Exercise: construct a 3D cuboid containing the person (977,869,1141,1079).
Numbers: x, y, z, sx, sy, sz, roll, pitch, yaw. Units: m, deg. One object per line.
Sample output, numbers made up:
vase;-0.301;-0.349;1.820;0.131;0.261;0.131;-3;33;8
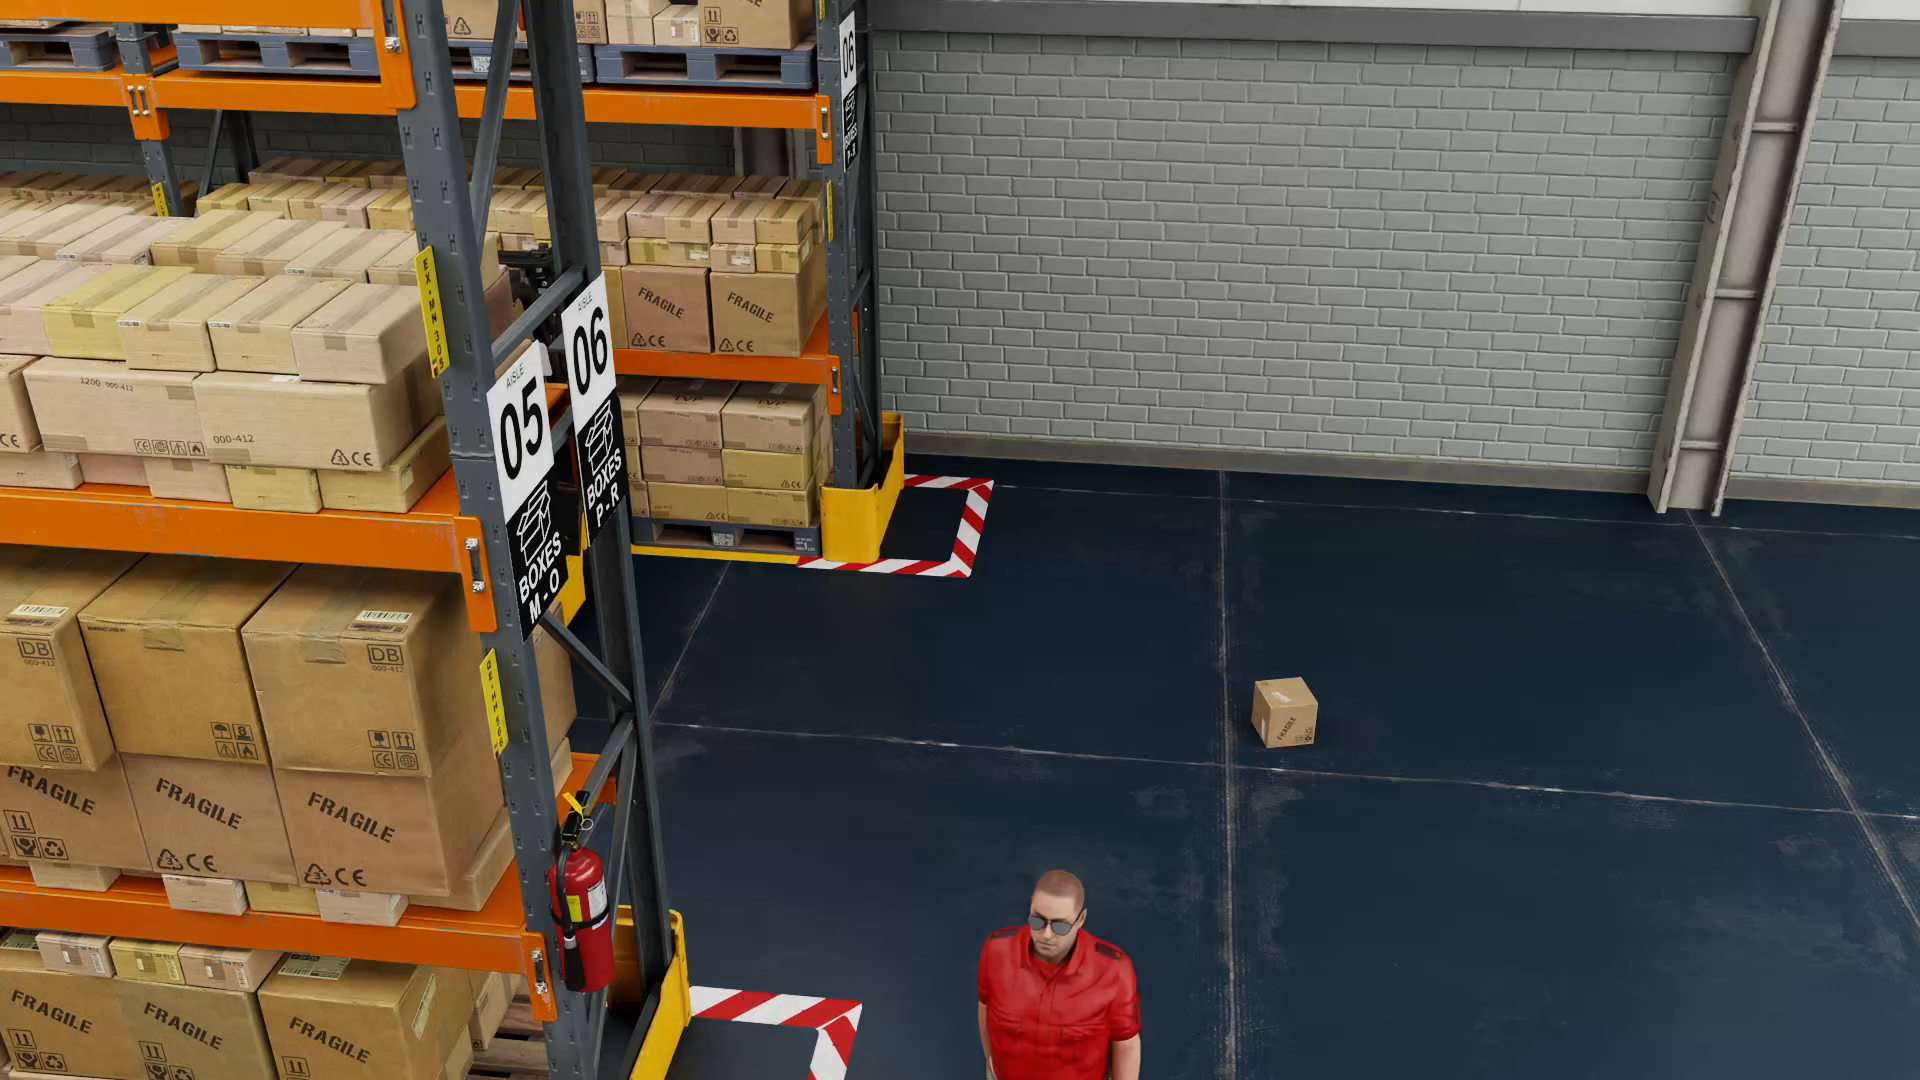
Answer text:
person;0.295;1.784;5.316;0.540;1.674;1.033;6;29;10
